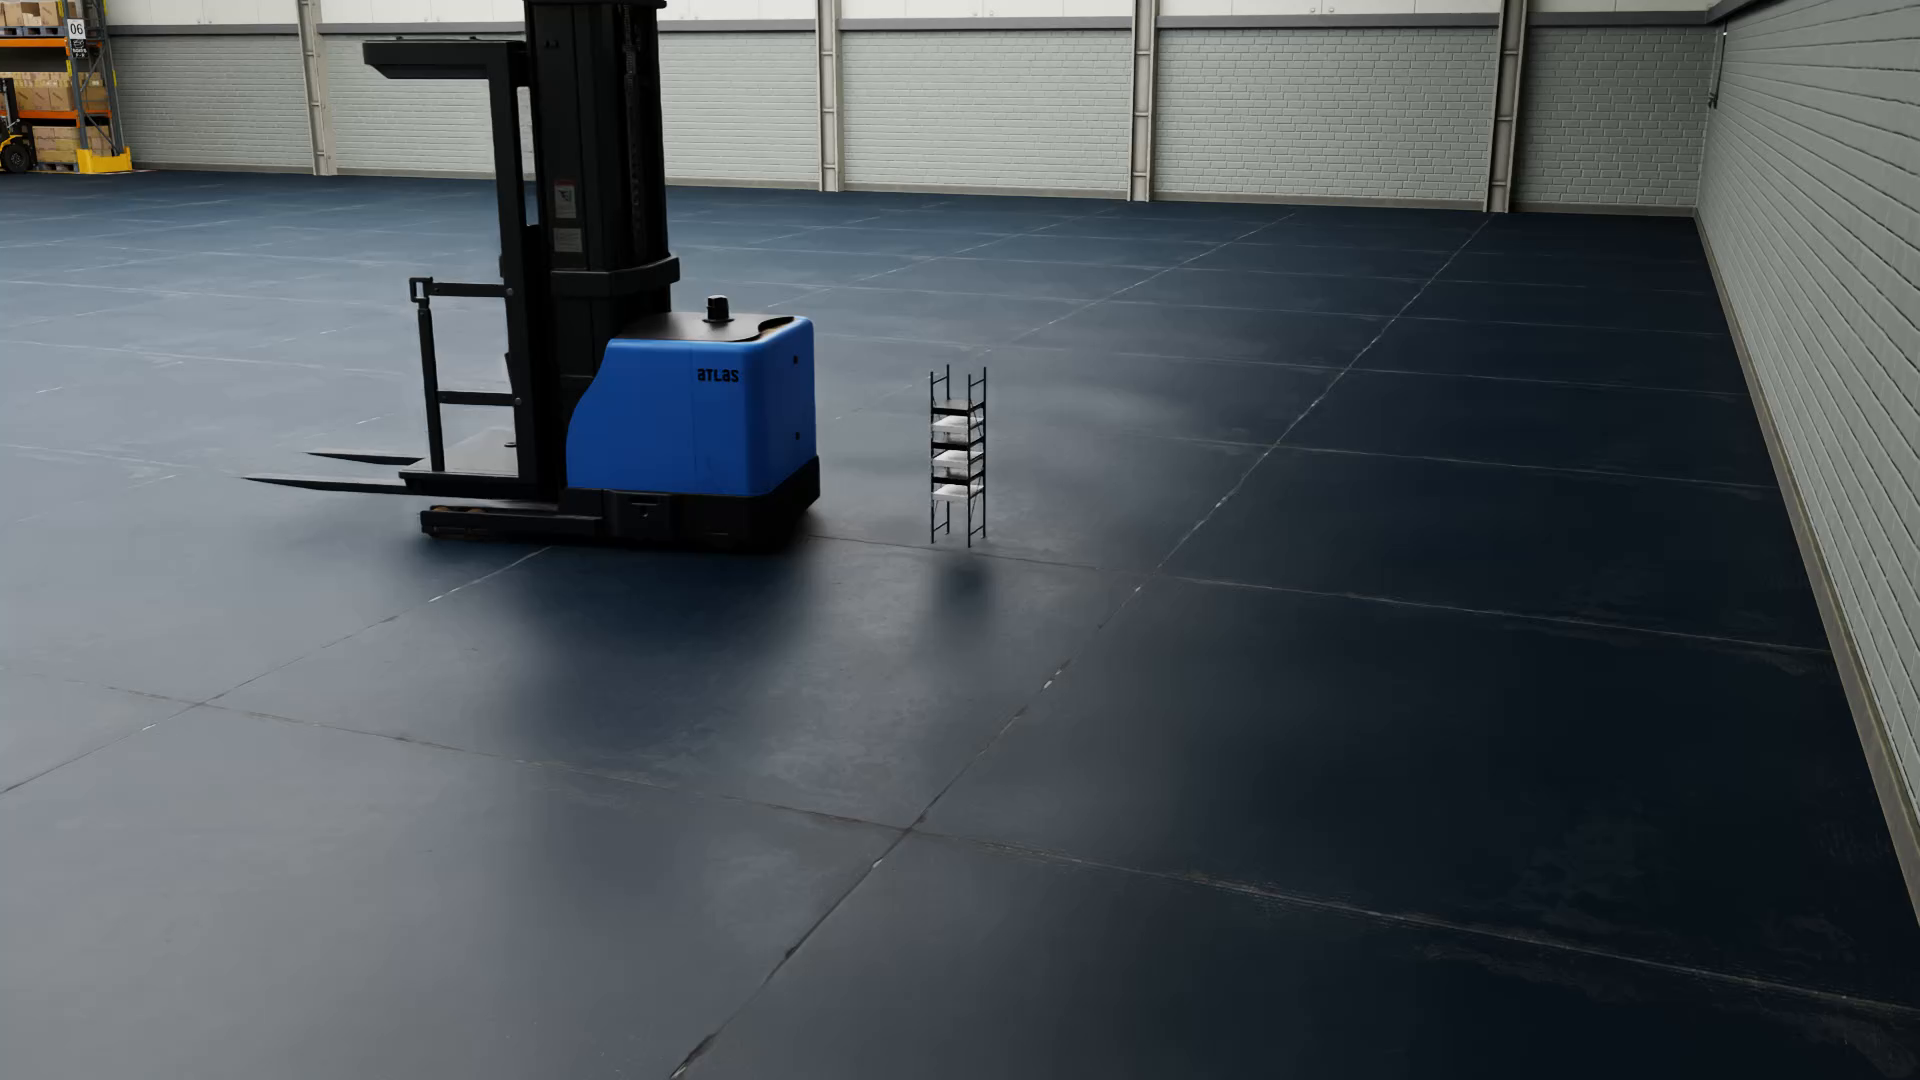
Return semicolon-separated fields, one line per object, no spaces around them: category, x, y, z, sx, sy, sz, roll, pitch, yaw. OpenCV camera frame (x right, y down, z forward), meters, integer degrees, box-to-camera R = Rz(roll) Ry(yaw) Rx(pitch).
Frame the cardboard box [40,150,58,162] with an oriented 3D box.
cardboard box;-19.849;-8.466;36.634;0.500;0.250;0.500;6;17;21

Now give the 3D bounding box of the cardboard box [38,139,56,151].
cardboard box;-19.867;-8.709;36.576;0.500;0.250;0.500;6;17;20

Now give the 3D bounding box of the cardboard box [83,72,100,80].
cardboard box;-19.071;-10.157;36.405;0.250;0.149;0.380;6;17;20

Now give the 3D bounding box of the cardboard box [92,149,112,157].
cardboard box;-19.222;-8.547;36.914;0.500;0.250;0.500;6;17;21

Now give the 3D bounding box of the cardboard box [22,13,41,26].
cardboard box;-19.955;-11.223;35.880;0.258;0.266;0.396;6;17;21

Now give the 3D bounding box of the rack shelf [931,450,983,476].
rack shelf;-0.008;-0.401;8.560;0.200;0.077;0.258;6;17;21

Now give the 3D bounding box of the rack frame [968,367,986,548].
rack frame;0.087;-0.423;8.515;0.006;0.900;0.240;6;17;21

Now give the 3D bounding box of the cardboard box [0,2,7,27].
cardboard box;-20.785;-11.488;36.366;0.637;0.503;0.797;7;18;22

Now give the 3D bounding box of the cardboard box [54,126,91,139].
cardboard box;-19.380;-8.893;36.311;0.500;0.250;0.500;7;18;22

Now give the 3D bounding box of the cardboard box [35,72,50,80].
cardboard box;-19.946;-10.131;36.315;0.250;0.149;0.380;6;17;21

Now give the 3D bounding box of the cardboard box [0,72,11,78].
cardboard box;-20.905;-10.235;36.673;0.250;0.149;0.380;6;17;21

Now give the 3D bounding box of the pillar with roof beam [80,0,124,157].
pillar with roof beam;-20.734;-11.635;32.610;0.400;9.000;9.100;6;17;21

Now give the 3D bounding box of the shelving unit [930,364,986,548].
shelving unit;-0.008;-0.433;8.551;0.210;0.900;0.258;6;17;21

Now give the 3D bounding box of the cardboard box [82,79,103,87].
cardboard box;-19.058;-10.027;36.489;0.250;0.149;0.380;6;17;19

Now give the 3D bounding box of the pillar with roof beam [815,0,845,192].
pillar with roof beam;-3.989;-9.793;26.267;0.400;9.000;9.100;6;17;21

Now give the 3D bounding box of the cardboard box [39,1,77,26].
cardboard box;-19.338;-11.286;35.675;0.500;0.500;0.500;7;18;22

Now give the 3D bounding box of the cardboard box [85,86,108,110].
cardboard box;-19.196;-9.736;36.651;0.500;0.500;0.500;7;18;22

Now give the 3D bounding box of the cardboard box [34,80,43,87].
cardboard box;-19.956;-9.977;36.316;0.250;0.149;0.380;6;17;20

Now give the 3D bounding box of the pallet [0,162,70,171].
pallet;-20.695;-8.419;37.294;1.213;0.211;1.003;6;17;21

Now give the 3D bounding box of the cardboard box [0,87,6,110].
cardboard box;-20.819;-9.752;36.705;0.500;0.500;0.500;6;17;21

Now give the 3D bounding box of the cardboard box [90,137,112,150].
cardboard box;-19.198;-8.788;36.848;0.500;0.250;0.500;7;17;22

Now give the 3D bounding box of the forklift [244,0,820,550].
forklift;-2.348;-1.542;8.729;3.031;2.935;1.130;3;16;11

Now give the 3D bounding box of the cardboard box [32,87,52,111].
cardboard box;-19.871;-9.651;36.358;0.500;0.500;0.500;7;18;22

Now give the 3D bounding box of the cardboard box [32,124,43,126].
cardboard box;-20.616;-9.183;37.311;0.500;0.250;0.500;6;17;20

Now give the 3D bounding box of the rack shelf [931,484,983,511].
rack shelf;-0.008;-0.228;8.611;0.200;0.077;0.258;6;17;21

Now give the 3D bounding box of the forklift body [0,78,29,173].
forklift body;-21.271;-8.878;35.399;1.214;2.155;2.313;6;17;21

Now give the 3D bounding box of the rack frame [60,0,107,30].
rack frame;-18.837;-12.446;35.405;0.127;3.000;1.000;6;17;21

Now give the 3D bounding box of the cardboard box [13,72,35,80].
cardboard box;-20.472;-10.154;36.394;0.250;0.149;0.380;7;17;22

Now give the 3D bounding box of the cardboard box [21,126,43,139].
cardboard box;-20.330;-8.993;36.654;0.500;0.250;0.500;7;17;21

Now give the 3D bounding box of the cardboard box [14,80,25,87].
cardboard box;-20.465;-10.012;36.439;0.250;0.149;0.380;6;17;21

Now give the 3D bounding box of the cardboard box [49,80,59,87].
cardboard box;-19.511;-9.906;36.073;0.250;0.149;0.380;7;17;22

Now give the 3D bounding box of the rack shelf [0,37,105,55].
rack shelf;-20.698;-10.865;36.629;4.000;0.370;1.077;6;17;21

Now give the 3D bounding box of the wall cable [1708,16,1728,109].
wall cable;11.009;-7.547;24.098;0.112;2.526;3.097;6;17;21

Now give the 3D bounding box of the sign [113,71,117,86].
sign;-18.628;-10.162;36.604;0.005;0.325;0.100;6;17;21

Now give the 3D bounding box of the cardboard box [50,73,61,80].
cardboard box;-19.489;-10.067;36.093;0.250;0.149;0.380;6;17;21

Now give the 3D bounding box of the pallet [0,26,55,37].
pallet;-20.624;-11.167;36.537;1.213;0.211;1.003;6;17;21

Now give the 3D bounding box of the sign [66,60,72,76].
sign;-19.049;-10.096;35.568;0.005;0.325;0.100;6;17;21

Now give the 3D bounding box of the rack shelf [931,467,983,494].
rack shelf;-0.008;-0.315;8.585;0.200;0.077;0.258;6;17;21

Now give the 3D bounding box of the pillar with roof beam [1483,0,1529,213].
pillar with roof beam;7.174;-8.566;22.039;0.400;9.000;9.100;6;17;21
